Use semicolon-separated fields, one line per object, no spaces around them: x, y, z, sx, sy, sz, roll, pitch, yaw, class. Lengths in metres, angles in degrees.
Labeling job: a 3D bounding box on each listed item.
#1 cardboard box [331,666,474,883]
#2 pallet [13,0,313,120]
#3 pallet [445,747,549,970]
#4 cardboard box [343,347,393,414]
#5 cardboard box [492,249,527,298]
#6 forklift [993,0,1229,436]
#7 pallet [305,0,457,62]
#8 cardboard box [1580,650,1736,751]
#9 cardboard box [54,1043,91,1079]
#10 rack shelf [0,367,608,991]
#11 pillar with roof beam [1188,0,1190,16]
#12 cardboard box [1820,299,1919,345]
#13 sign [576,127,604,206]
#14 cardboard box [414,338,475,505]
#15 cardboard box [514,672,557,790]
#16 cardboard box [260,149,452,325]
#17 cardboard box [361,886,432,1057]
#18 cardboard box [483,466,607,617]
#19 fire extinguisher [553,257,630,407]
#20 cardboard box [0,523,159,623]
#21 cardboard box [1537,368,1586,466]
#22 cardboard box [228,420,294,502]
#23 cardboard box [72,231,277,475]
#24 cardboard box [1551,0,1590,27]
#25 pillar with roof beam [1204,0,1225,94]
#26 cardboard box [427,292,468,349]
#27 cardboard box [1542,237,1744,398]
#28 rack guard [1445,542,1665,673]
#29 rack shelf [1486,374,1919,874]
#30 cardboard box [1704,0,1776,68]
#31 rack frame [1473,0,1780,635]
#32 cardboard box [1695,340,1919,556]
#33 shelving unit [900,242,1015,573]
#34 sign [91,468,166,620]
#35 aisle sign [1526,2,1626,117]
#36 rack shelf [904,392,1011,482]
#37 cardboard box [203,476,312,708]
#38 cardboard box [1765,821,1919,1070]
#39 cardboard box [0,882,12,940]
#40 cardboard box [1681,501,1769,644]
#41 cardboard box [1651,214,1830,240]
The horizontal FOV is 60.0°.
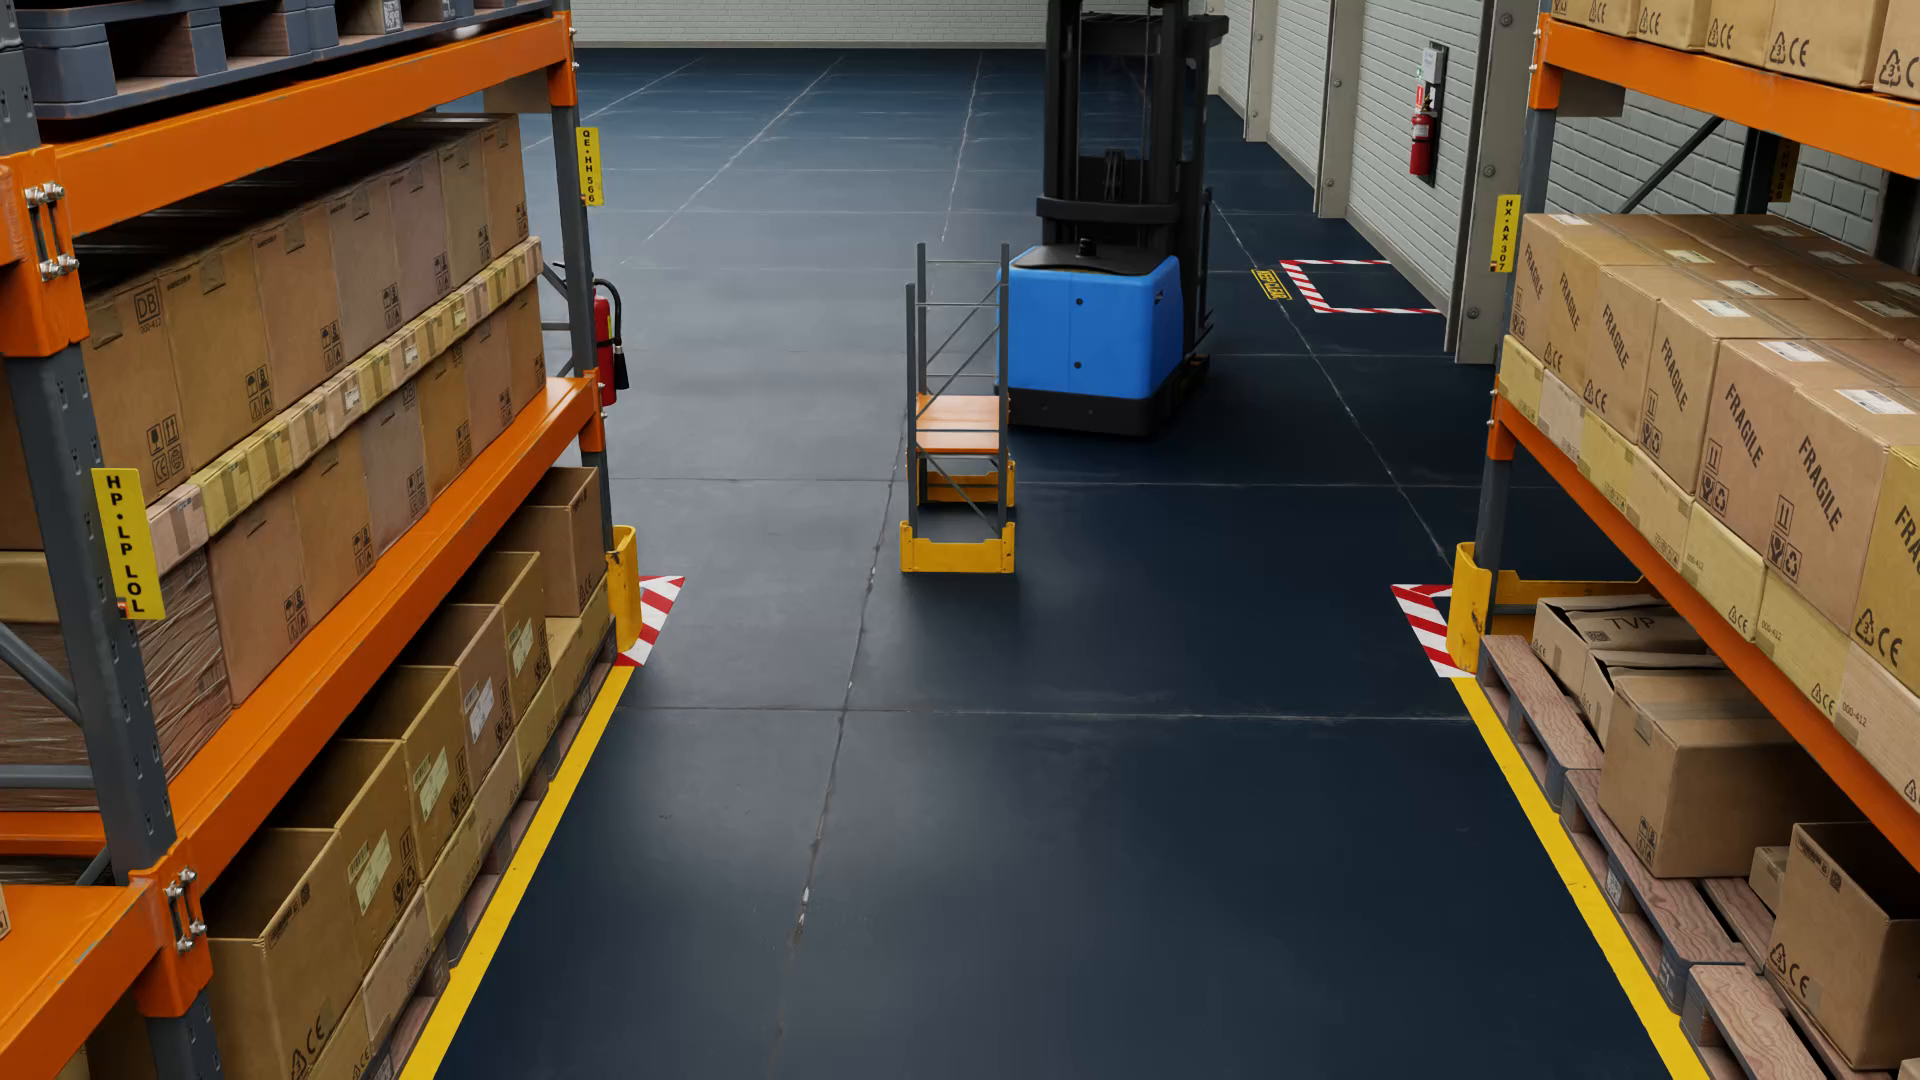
-1.870;0.722;5.206;0.500;0.500;0.500;1;21;2;cardboard box
-2.227;-1.155;3.835;1.003;0.211;1.213;1;21;2;pallet
-2.127;1.081;5.950;1.003;0.211;1.213;1;21;2;pallet
-1.982;-0.493;5.119;0.380;0.149;0.250;0;21;1;cardboard box
-1.933;-1.050;6.552;0.380;0.149;0.250;1;21;3;cardboard box
1.182;-2.525;11.485;1.130;2.935;3.031;7;22;18;forklift
-2.187;-1.595;4.968;1.003;0.211;1.213;1;21;2;pallet
2.718;0.621;6.389;0.500;0.311;0.500;2;21;6;cardboard box
-2.432;1.427;4.425;0.500;0.250;0.500;1;21;2;cardboard box
-2.166;0.123;5.559;1.077;0.370;4.000;1;21;2;rack shelf
0.299;-14.311;33.472;9.100;9.000;0.400;1;21;2;pillar with roof beam
2.992;-0.448;5.179;0.500;0.500;0.500;1;21;2;cardboard box
-1.564;-1.575;7.012;0.100;0.325;0.005;1;21;2;sign
-2.165;-0.444;5.888;0.700;0.500;0.500;1;21;2;cardboard box
-1.843;0.710;6.274;0.500;0.250;0.500;1;21;2;cardboard box
-2.159;-1.027;5.596;0.700;0.500;0.500;1;21;2;cardboard box
-1.890;1.252;4.876;0.500;0.250;0.500;1;21;2;cardboard box
-1.824;-0.002;7.071;0.500;0.500;0.500;1;21;2;cardboard box
-1.638;-0.937;7.404;0.296;0.674;0.183;1;21;2;fire extinguisher
-2.025;0.067;3.675;0.380;0.149;0.250;1;21;2;cardboard box
2.512;-0.461;6.250;0.500;0.250;0.500;0;21;0;cardboard box
-2.005;-0.212;4.394;0.380;0.149;0.250;0;21;1;cardboard box
-2.206;-0.484;4.197;0.700;0.500;0.500;1;21;1;cardboard box
2.586;-2.218;6.287;0.500;0.500;0.500;1;21;3;cardboard box
0.116;-12.141;27.880;9.100;9.000;0.400;1;21;2;pillar with roof beam
-1.958;-0.771;5.835;0.380;0.149;0.250;1;21;3;cardboard box
2.506;-0.823;6.147;0.500;0.500;0.500;1;21;2;cardboard box
2.844;0.311;7.537;1.175;0.500;0.348;1;21;2;rack guard
2.785;0.176;5.422;1.077;0.370;4.000;1;21;2;rack shelf
2.527;-1.643;4.804;0.500;0.500;0.500;2;21;5;cardboard box
2.846;-0.882;7.156;1.000;3.000;0.127;1;21;2;rack frame
2.465;-0.262;4.700;0.500;0.500;0.500;0;21;0;cardboard box
0.002;-0.727;8.829;0.587;1.500;1.083;1;21;2;shelving unit
-1.685;0.010;3.364;0.100;0.325;0.005;1;21;2;sign
2.548;-2.124;6.761;0.394;0.787;0.004;1;21;2;aisle sign
0.003;-0.562;8.902;0.538;0.185;1.000;1;21;2;rack shelf
-2.210;0.113;4.453;0.700;0.500;0.500;0;21;1;cardboard box
2.716;1.149;4.769;0.500;0.500;0.500;-1;21;-2;cardboard box
-2.199;0.759;3.133;0.500;0.250;0.500;2;21;5;cardboard box
2.459;0.088;4.835;0.500;0.250;0.500;1;21;1;cardboard box
3.044;-0.998;6.599;0.500;0.500;0.500;0;21;1;cardboard box
